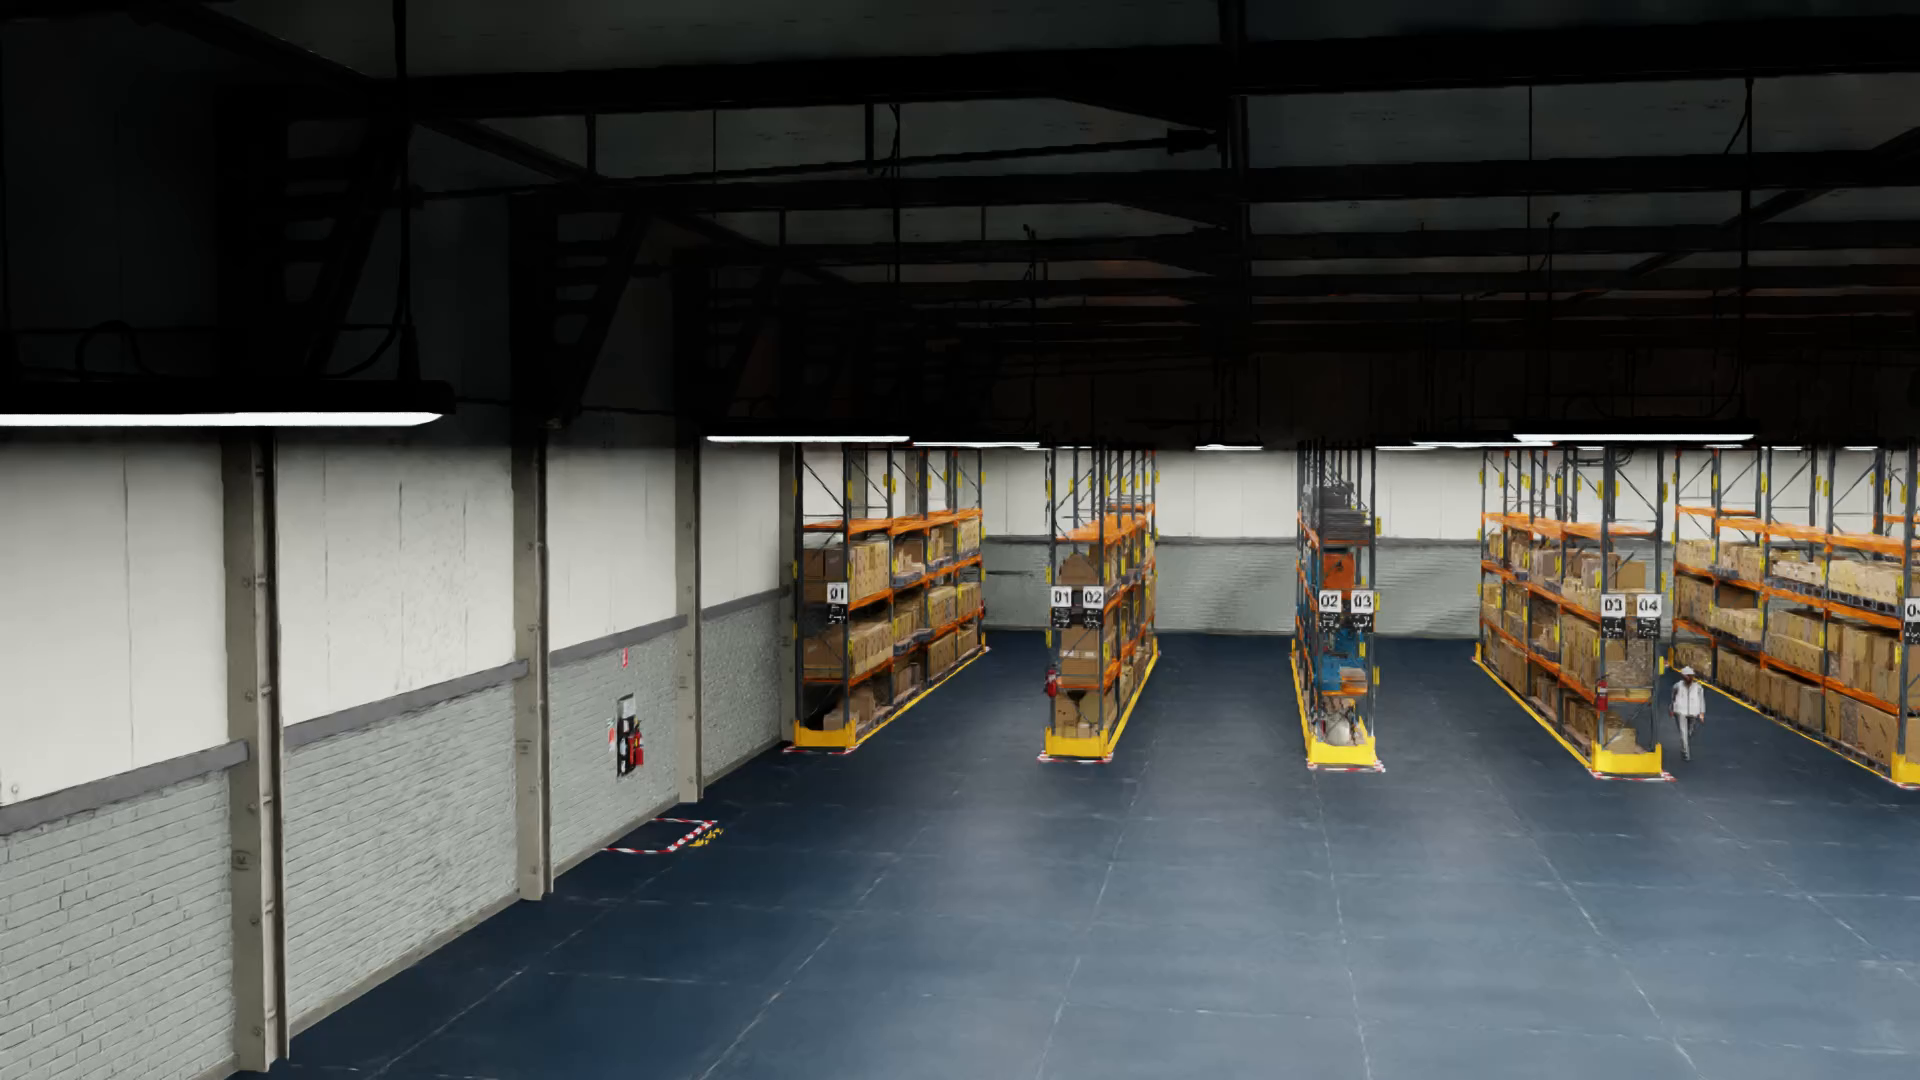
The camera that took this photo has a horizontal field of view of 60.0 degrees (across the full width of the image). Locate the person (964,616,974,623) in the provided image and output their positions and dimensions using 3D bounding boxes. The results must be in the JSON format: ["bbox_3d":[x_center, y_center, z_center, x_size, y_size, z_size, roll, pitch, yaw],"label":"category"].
[{"bbox_3d":[0.174,2.261,49.226,0.441,1.723,0.690,3,4,41],"label":"person"}]

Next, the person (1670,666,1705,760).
[{"bbox_3d":[13.613,3.216,31.087,0.555,1.724,1.029,0,3,9],"label":"person"}]
